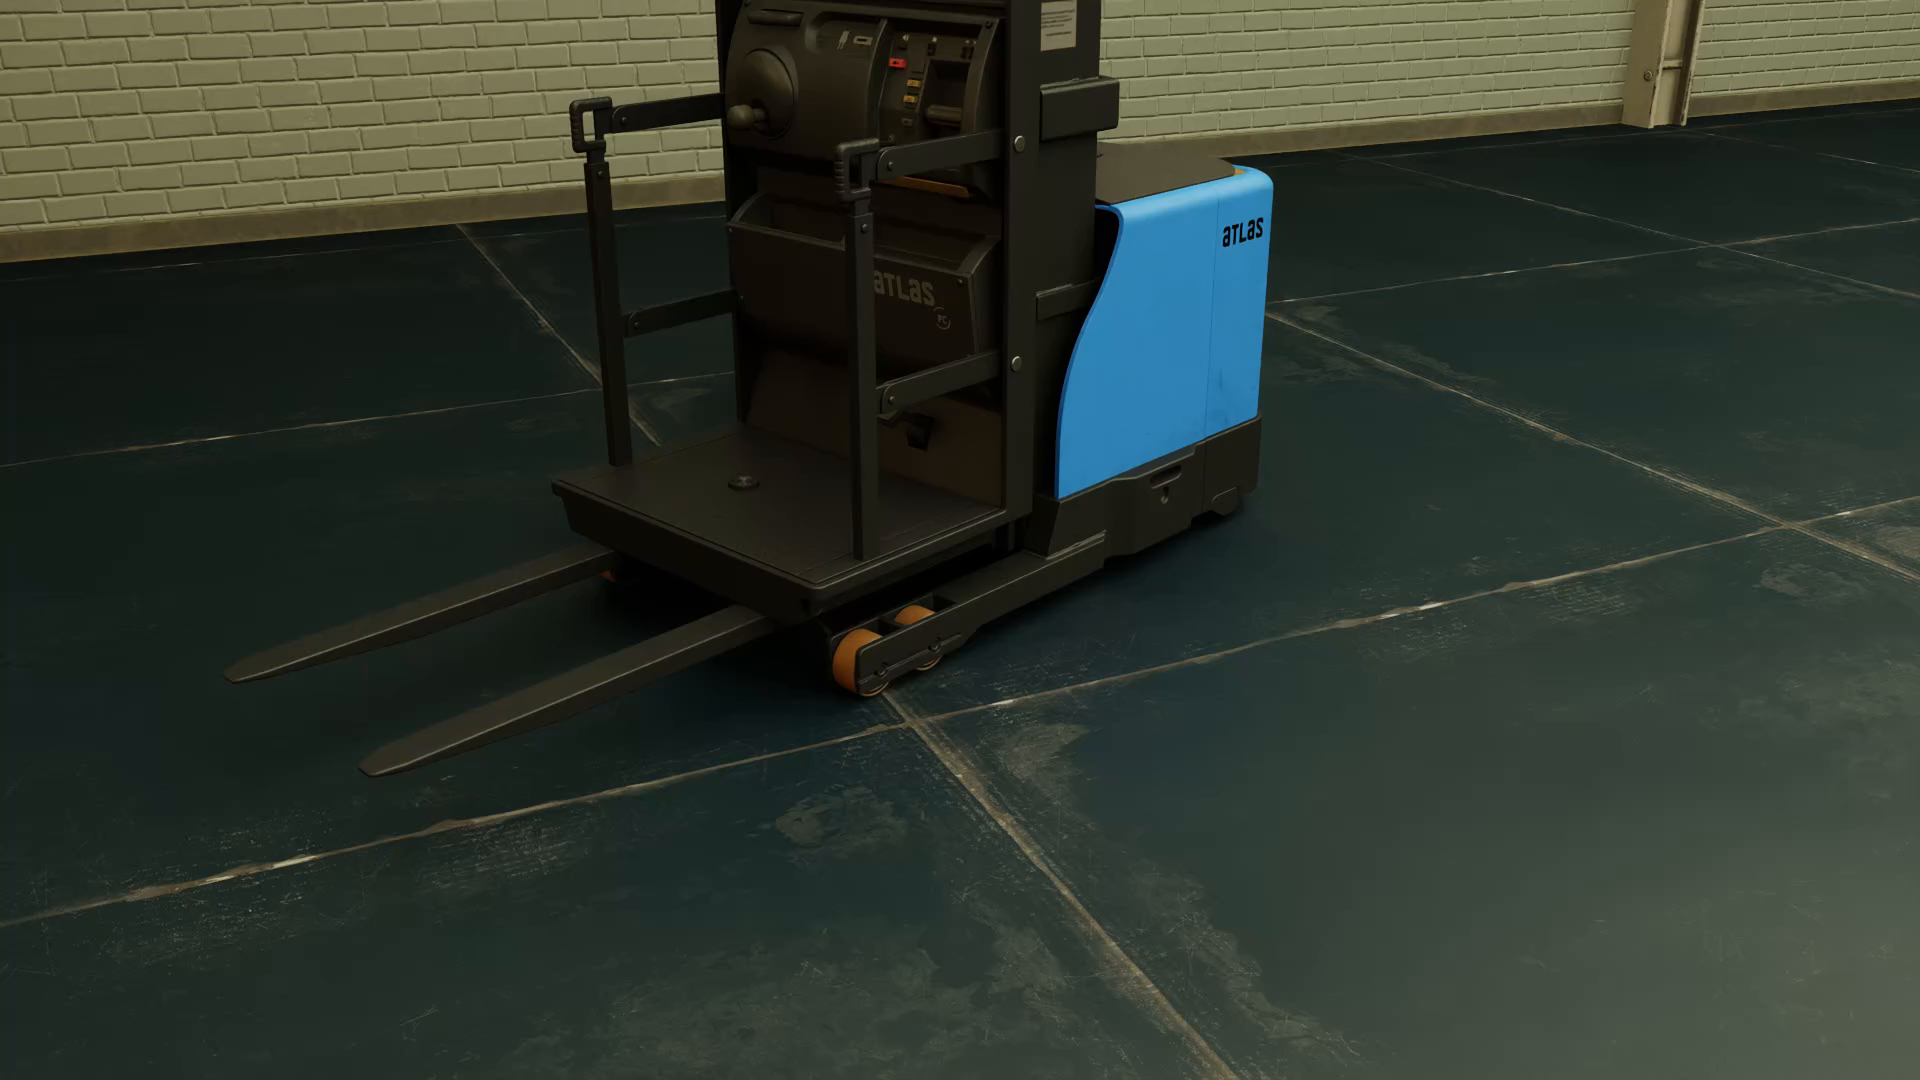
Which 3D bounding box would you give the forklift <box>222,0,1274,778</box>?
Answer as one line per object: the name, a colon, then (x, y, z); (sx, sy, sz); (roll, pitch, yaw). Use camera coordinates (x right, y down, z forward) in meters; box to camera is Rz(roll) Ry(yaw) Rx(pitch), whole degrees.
forklift: (-0.413, -1.182, 4.131); (1.130, 2.935, 3.031); (19, 29, 39)
